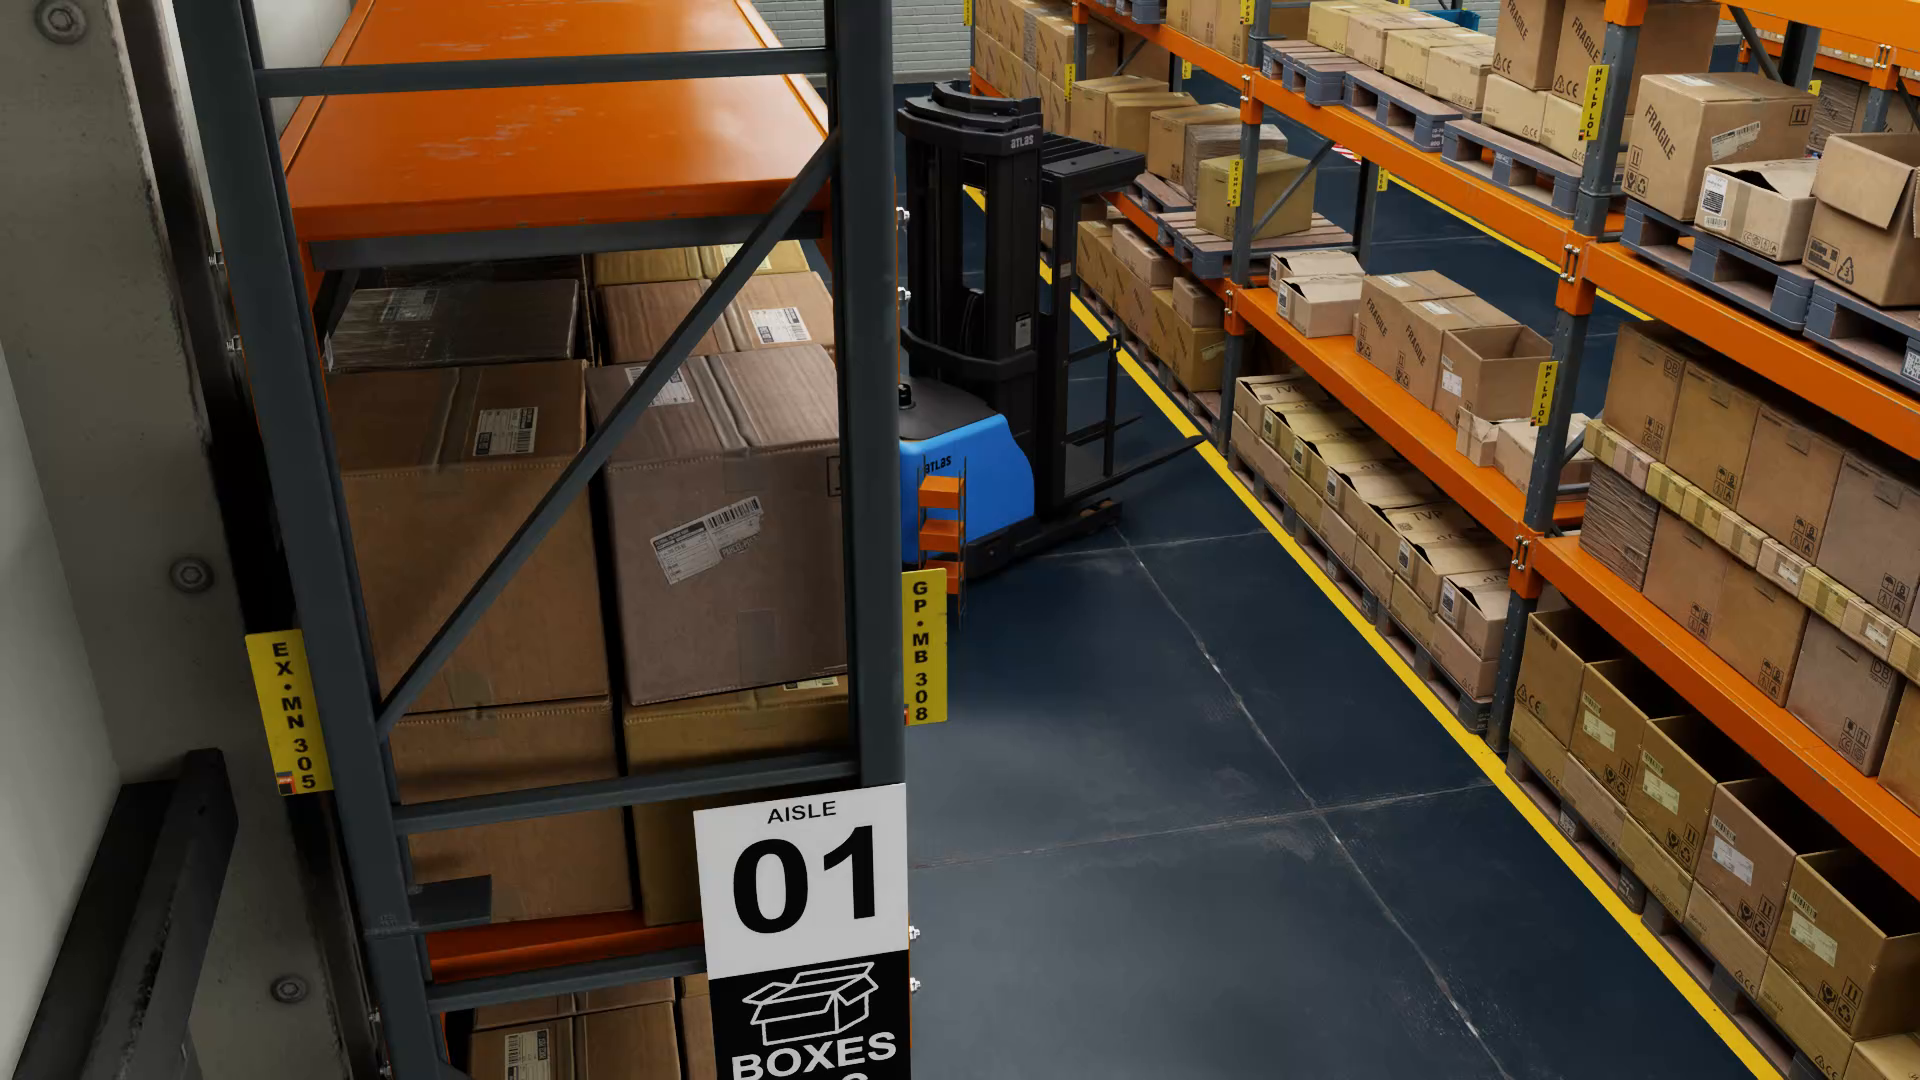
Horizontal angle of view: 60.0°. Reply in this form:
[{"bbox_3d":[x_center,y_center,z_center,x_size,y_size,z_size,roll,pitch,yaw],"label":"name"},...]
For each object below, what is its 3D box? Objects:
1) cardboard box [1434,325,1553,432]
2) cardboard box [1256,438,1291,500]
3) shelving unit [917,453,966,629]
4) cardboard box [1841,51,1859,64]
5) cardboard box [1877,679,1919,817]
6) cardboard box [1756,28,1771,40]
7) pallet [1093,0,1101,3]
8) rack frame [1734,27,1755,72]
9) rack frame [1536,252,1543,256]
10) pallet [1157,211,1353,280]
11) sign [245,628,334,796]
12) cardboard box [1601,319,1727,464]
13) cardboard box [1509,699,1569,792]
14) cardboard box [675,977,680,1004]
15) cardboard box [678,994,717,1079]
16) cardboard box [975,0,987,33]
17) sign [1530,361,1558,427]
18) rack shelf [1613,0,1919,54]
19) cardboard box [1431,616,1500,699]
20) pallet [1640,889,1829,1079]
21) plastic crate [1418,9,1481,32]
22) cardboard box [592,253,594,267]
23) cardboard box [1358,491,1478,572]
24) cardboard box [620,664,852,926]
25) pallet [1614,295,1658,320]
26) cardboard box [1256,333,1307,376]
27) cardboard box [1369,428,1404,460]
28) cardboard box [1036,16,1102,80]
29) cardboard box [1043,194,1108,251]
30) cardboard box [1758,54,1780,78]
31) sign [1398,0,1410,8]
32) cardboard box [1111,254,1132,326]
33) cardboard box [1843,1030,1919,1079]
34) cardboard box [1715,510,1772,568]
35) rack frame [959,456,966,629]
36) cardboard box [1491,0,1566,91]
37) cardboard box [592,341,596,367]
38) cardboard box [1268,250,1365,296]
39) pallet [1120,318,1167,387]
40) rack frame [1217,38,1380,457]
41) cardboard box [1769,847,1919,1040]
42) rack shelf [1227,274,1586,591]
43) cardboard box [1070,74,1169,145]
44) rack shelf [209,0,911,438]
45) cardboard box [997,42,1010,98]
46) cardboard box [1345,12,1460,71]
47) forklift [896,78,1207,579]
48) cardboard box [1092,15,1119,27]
[{"bbox_3d":[3.046,-0.890,9.419,0.500,0.500,0.500,-4,27,-8],"label":"cardboard box"},{"bbox_3d":[2.366,-0.510,11.364,0.500,0.250,0.500,-7,28,-13],"label":"cardboard box"},{"bbox_3d":[-0.105,0.014,9.903,0.252,1.050,0.215,5,27,9],"label":"shelving unit"},{"bbox_3d":[10.376,-5.571,19.083,0.380,0.149,0.250,-7,28,-13],"label":"cardboard box"},{"bbox_3d":[3.901,0.782,6.108,0.700,0.500,0.500,-6,27,-11],"label":"cardboard box"},{"bbox_3d":[10.028,-6.246,20.420,0.380,0.149,0.250,-6,27,-11],"label":"cardboard box"},{"bbox_3d":[1.597,-4.749,14.055,1.213,0.211,1.003,-6,27,-12],"label":"pallet"},{"bbox_3d":[10.270,-6.547,20.739,1.000,3.000,0.127,-6,27,-12],"label":"rack frame"},{"bbox_3d":[6.346,-4.288,16.263,1.000,3.000,0.127,-6,27,-12],"label":"rack frame"},{"bbox_3d":[2.199,-2.236,12.410,1.213,0.211,1.003,-6,27,-12],"label":"pallet"},{"bbox_3d":[-1.147,0.299,2.863,0.100,0.325,0.005,-6,27,-12],"label":"sign"},{"bbox_3d":[3.428,-0.704,7.612,0.700,0.500,0.500,-6,27,-11],"label":"cardboard box"},{"bbox_3d":[3.131,1.000,8.373,0.500,0.250,0.500,-6,27,-12],"label":"cardboard box"},{"bbox_3d":[-0.643,1.347,5.244,0.500,0.250,0.500,-6,27,-12],"label":"cardboard box"},{"bbox_3d":[-0.417,1.469,4.169,0.500,0.500,0.500,-6,27,-12],"label":"cardboard box"},{"bbox_3d":[0.461,-5.812,18.062,0.500,0.500,0.500,-5,27,-10],"label":"cardboard box"},{"bbox_3d":[2.795,-0.697,7.951,0.100,0.325,0.005,-6,27,-12],"label":"sign"},{"bbox_3d":[3.773,-1.575,5.473,1.077,0.370,4.000,-6,27,-12],"label":"rack shelf"},{"bbox_3d":[2.946,0.613,9.139,0.500,0.250,0.500,-6,27,-12],"label":"cardboard box"},{"bbox_3d":[3.739,1.860,7.177,1.003,0.211,1.213,-6,27,-12],"label":"pallet"},{"bbox_3d":[5.702,-5.959,19.467,0.616,0.435,0.499,-6,27,-12],"label":"plastic crate"},{"bbox_3d":[-0.865,-0.949,5.076,0.500,0.500,0.500,-7,28,-13],"label":"cardboard box"},{"bbox_3d":[2.718,-0.081,9.891,0.500,0.311,0.500,-6,27,-12],"label":"cardboard box"},{"bbox_3d":[-0.434,0.421,3.471,0.500,0.500,0.500,-5,27,-10],"label":"cardboard box"},{"bbox_3d":[6.757,-2.164,15.149,1.003,0.211,1.213,-6,27,-12],"label":"pallet"},{"bbox_3d":[2.596,-1.340,12.709,0.500,0.500,0.500,-5,27,-9],"label":"cardboard box"},{"bbox_3d":[3.013,-0.587,10.893,0.500,0.311,0.500,-6,27,-12],"label":"cardboard box"},{"bbox_3d":[1.035,-4.698,15.855,0.500,0.500,0.500,-6,27,-13],"label":"cardboard box"},{"bbox_3d":[1.114,-3.089,16.173,0.500,0.500,0.500,-6,27,-12],"label":"cardboard box"},{"bbox_3d":[10.492,-5.513,20.583,0.875,0.875,0.875,-6,27,-12],"label":"cardboard box"},{"bbox_3d":[2.963,-3.689,11.085,0.100,0.325,0.005,-6,27,-12],"label":"sign"},{"bbox_3d":[1.627,-2.177,14.367,0.500,0.500,0.500,-6,27,-11],"label":"cardboard box"},{"bbox_3d":[3.690,2.098,6.197,0.500,0.250,0.500,-6,27,-12],"label":"cardboard box"},{"bbox_3d":[3.425,-0.023,6.982,0.380,0.149,0.250,-7,28,-13],"label":"cardboard box"},{"bbox_3d":[0.015,0.024,9.884,0.008,1.050,0.200,5,27,9],"label":"rack frame"},{"bbox_3d":[3.070,-2.592,8.441,0.500,0.500,0.500,-3,27,-7],"label":"cardboard box"},{"bbox_3d":[-1.298,-0.247,4.796,0.500,0.500,0.500,-4,27,-8],"label":"cardboard box"},{"bbox_3d":[2.460,-1.827,11.486,0.500,0.311,0.500,-4,27,-8],"label":"cardboard box"},{"bbox_3d":[2.017,-1.652,14.135,1.003,0.211,1.213,-6,27,-12],"label":"pallet"},{"bbox_3d":[2.420,-2.031,11.791,1.000,3.000,0.127,-6,27,-12],"label":"rack frame"},{"bbox_3d":[3.573,1.544,6.462,0.500,0.500,0.500,-6,27,-12],"label":"cardboard box"},{"bbox_3d":[2.871,-0.832,10.214,1.077,0.370,4.000,-6,27,-12],"label":"rack shelf"},{"bbox_3d":[1.408,-3.788,14.696,0.700,0.500,0.500,-16,31,-29],"label":"cardboard box"},{"bbox_3d":[-1.053,-1.248,4.384,1.077,0.370,4.000,-6,27,-12],"label":"rack shelf"},{"bbox_3d":[0.692,-4.919,17.403,0.500,0.500,0.500,-6,27,-12],"label":"cardboard box"},{"bbox_3d":[2.713,-3.069,10.219,0.500,0.250,0.500,-5,27,-10],"label":"cardboard box"},{"bbox_3d":[0.462,-1.502,10.819,3.031,2.935,1.130,-23,35,-37],"label":"forklift"},{"bbox_3d":[1.570,-4.740,15.937,0.500,0.500,0.500,-7,28,-13],"label":"cardboard box"}]
